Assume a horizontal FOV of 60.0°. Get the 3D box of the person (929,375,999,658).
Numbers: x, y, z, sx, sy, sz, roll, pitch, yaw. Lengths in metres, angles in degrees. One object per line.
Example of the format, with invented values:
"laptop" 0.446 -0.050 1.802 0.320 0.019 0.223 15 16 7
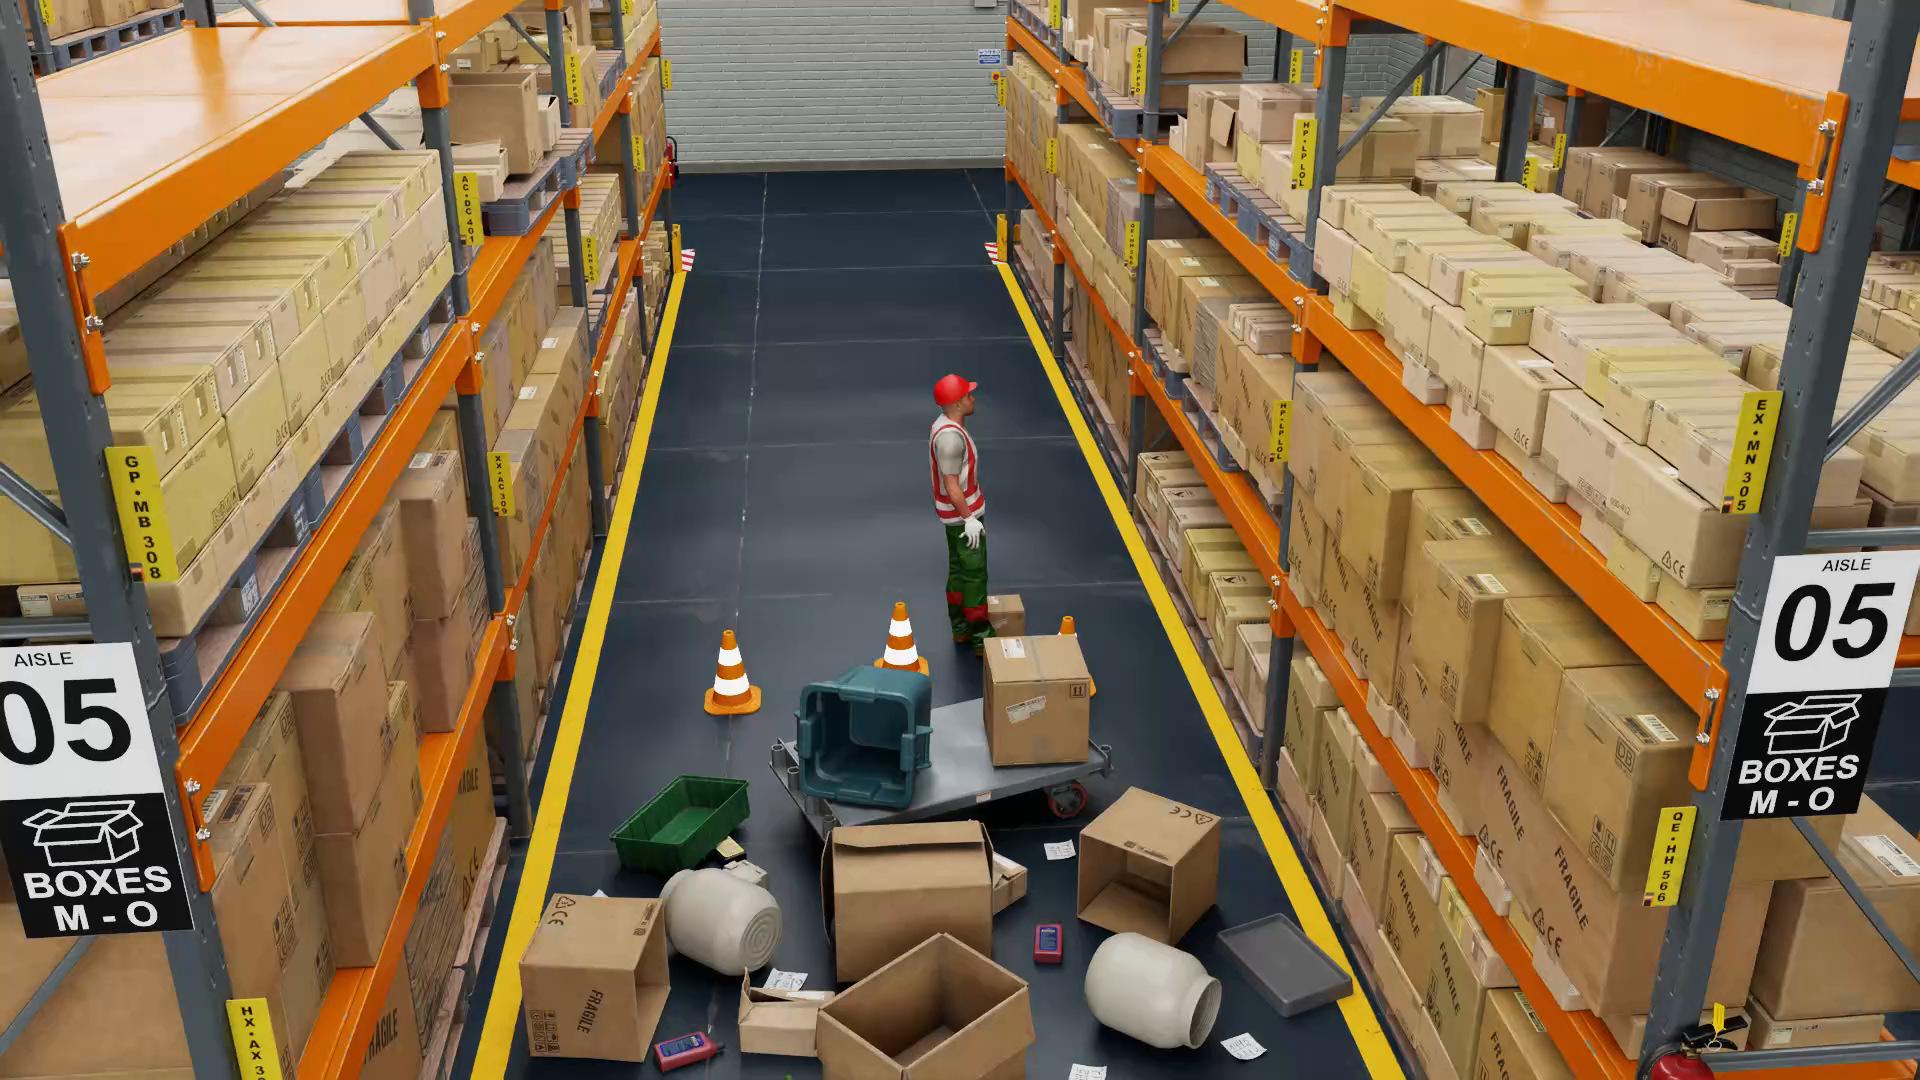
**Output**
"person" 0.090 -0.167 10.430 0.563 1.788 0.638 -2 24 -5
